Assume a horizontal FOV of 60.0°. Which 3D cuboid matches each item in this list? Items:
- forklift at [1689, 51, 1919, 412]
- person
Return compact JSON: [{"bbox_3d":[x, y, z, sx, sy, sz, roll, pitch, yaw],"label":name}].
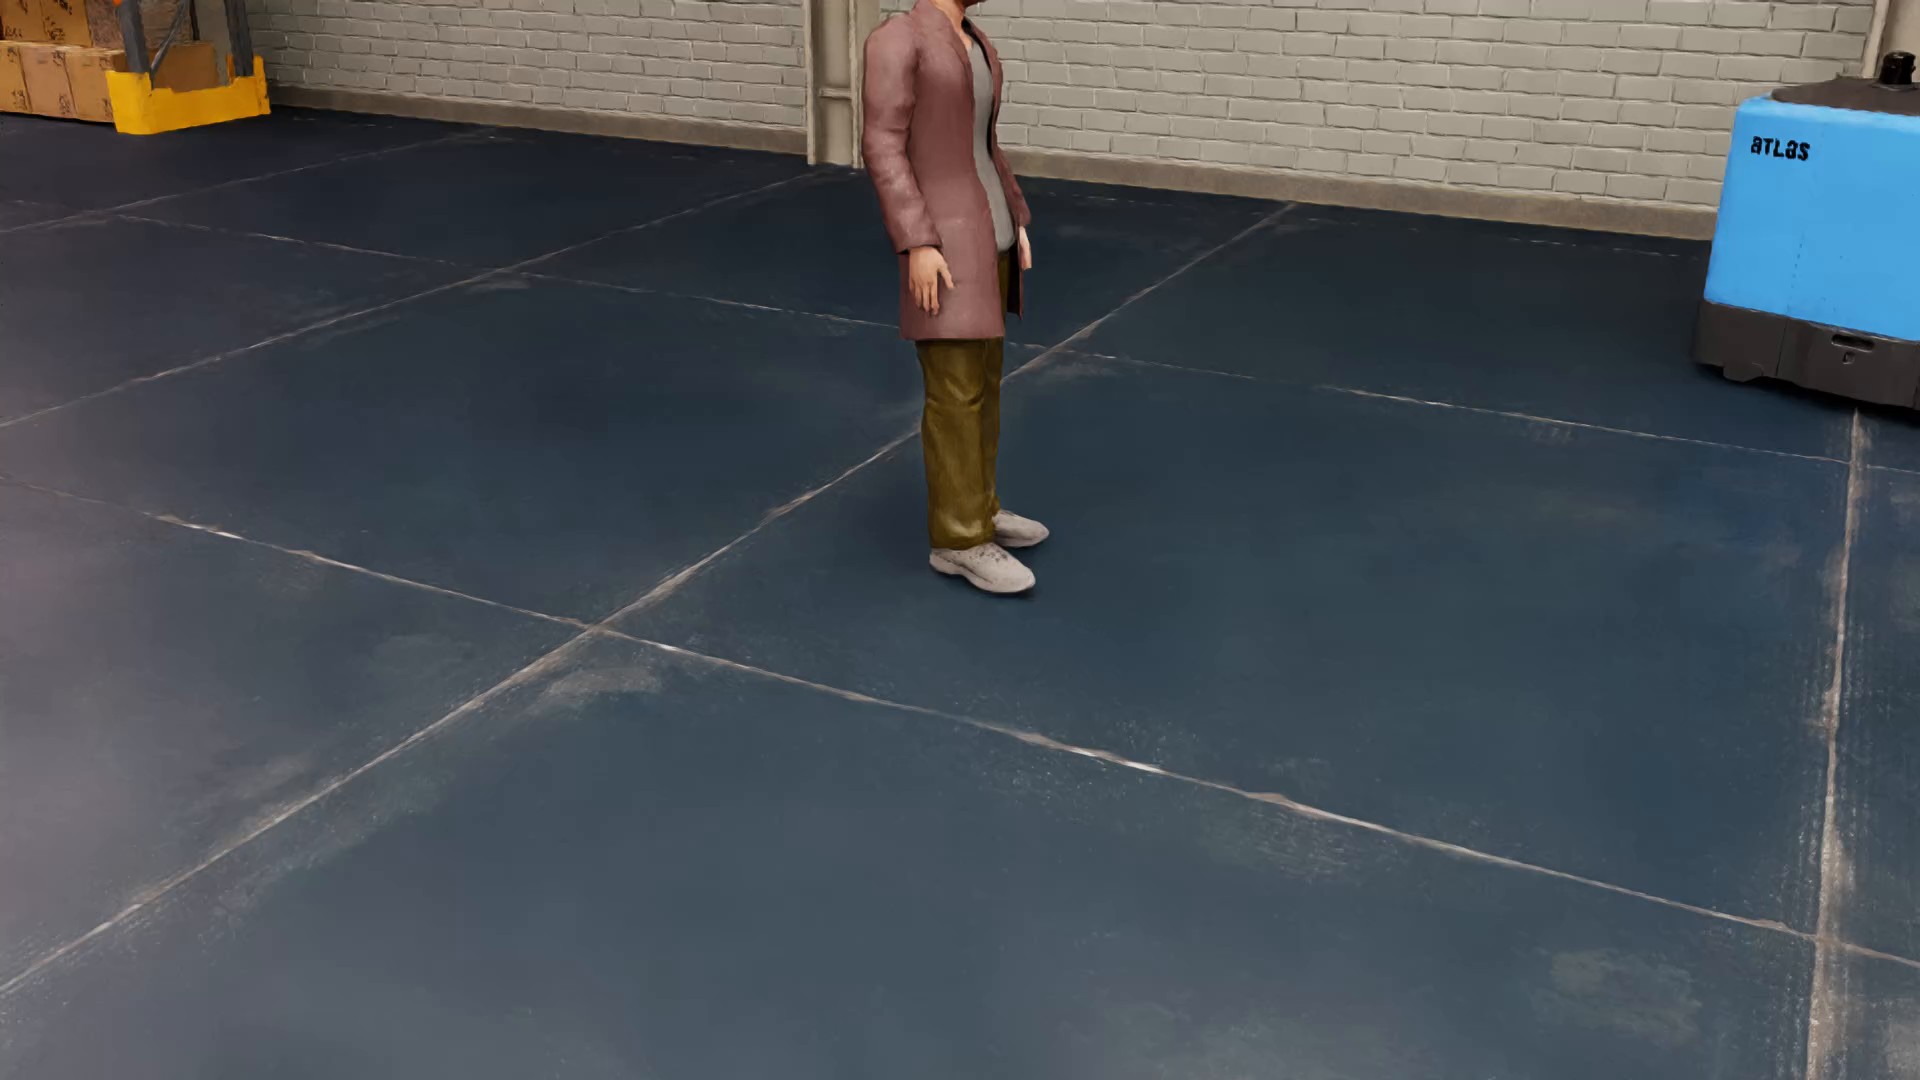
[{"bbox_3d":[4.261,-1.711,5.349,1.130,2.935,3.031,-20,30,-39],"label":"forklift"},{"bbox_3d":[0.079,-0.807,4.674,0.580,1.776,0.694,11,25,25],"label":"person"}]
